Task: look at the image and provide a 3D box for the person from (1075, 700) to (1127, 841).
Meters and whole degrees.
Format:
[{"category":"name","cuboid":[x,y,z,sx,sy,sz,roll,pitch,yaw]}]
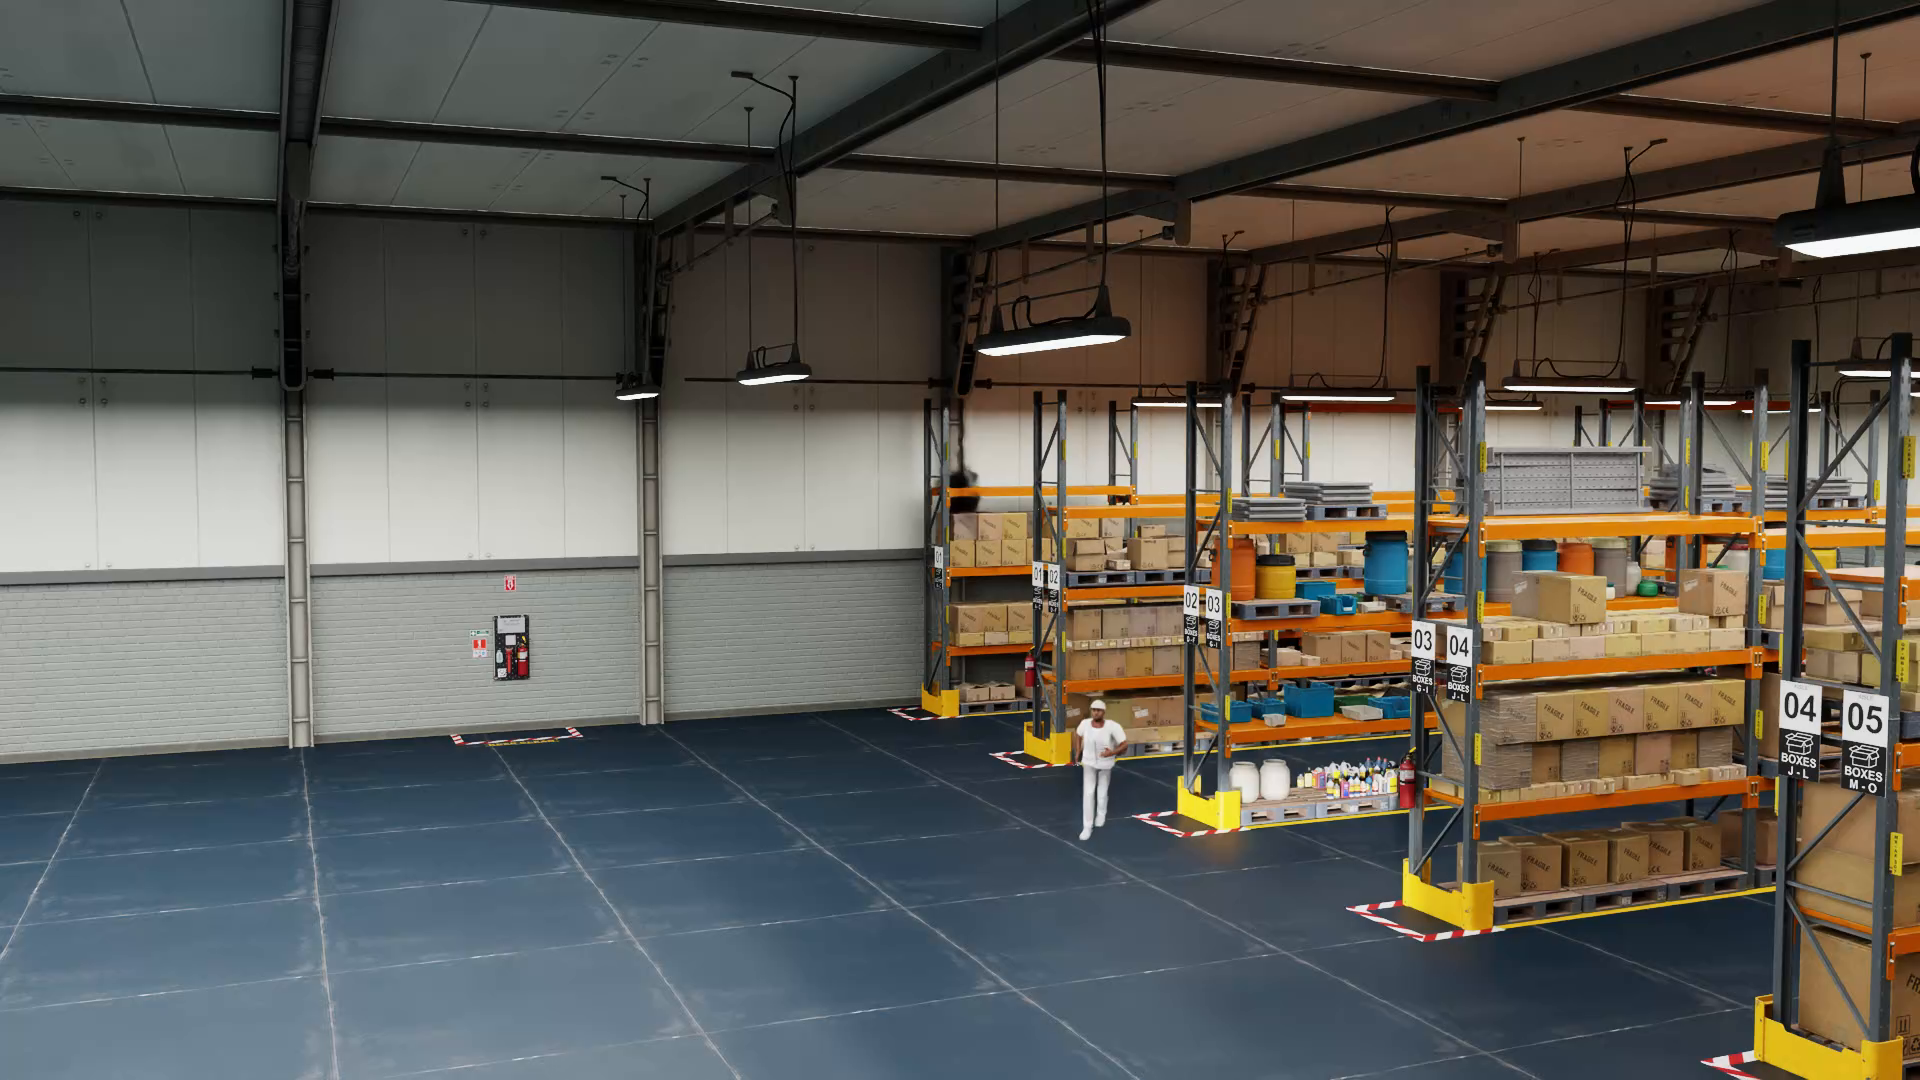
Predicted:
[{"category":"person","cuboid":[1.850,2.977,21.856,0.705,1.787,0.900,1,3,12]}]
